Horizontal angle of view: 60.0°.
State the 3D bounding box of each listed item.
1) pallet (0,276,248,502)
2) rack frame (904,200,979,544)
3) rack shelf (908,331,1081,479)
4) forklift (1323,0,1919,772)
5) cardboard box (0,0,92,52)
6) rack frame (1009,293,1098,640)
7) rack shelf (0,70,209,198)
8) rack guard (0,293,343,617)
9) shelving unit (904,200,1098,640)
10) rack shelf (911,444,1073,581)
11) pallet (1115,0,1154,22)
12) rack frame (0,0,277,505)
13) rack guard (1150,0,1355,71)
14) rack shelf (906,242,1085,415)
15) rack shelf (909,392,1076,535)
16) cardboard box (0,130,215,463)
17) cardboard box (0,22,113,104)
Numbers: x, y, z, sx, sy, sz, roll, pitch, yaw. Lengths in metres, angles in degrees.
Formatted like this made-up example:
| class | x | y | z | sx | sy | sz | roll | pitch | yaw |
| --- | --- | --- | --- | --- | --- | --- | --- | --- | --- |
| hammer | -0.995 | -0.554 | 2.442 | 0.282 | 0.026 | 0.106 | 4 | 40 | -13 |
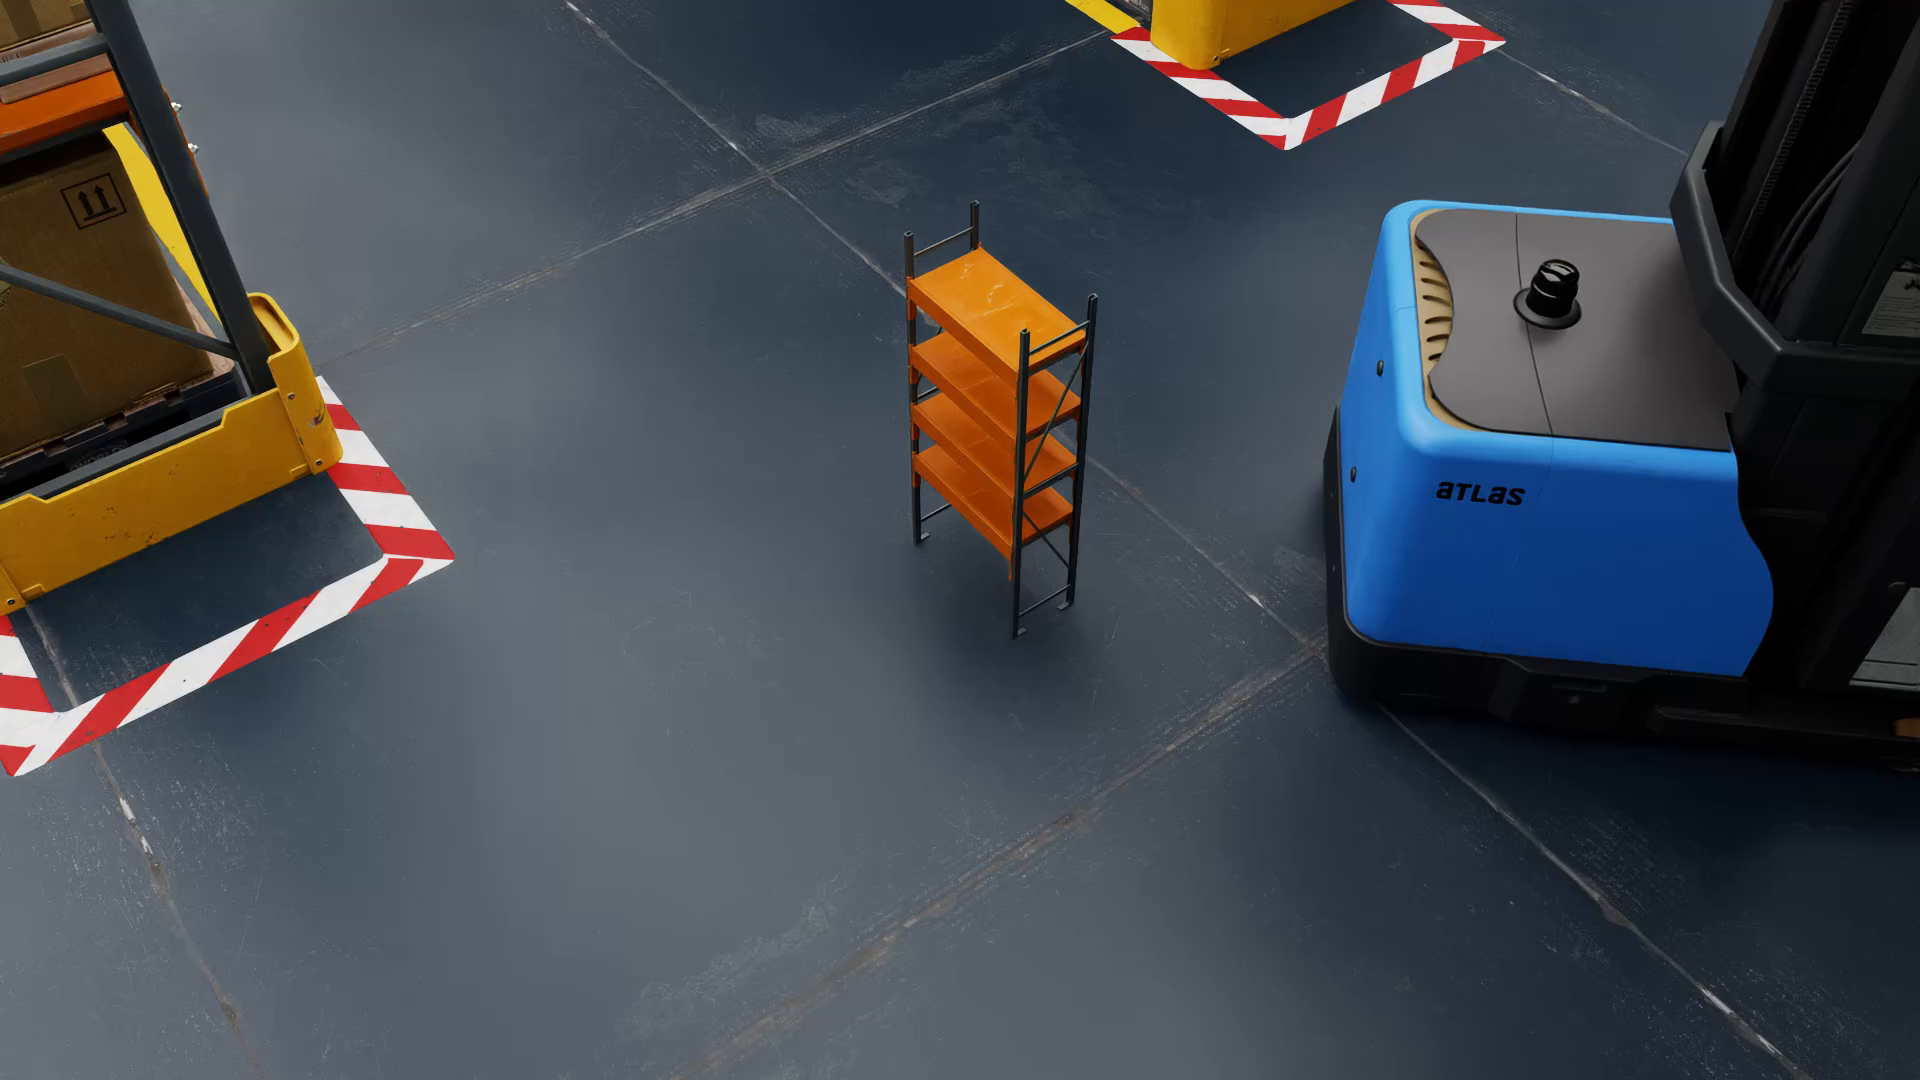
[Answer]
| class | x | y | z | sx | sy | sz | roll | pitch | yaw |
| --- | --- | --- | --- | --- | --- | --- | --- | --- | --- |
| pallet | -3.146 | -0.629 | 5.677 | 1.003 | 0.211 | 1.213 | -29 | 54 | -24 |
| rack frame | -0.048 | -0.449 | 4.847 | 0.240 | 1.200 | 0.015 | -29 | 54 | -24 |
| rack shelf | 0.100 | -0.410 | 4.601 | 0.258 | 0.148 | 0.480 | -29 | 54 | -24 |
| forklift | 2.626 | -0.738 | 3.941 | 3.031 | 2.935 | 1.130 | 5 | 48 | 5 |
| cardboard box | -2.675 | -1.583 | 4.560 | 0.500 | 0.250 | 0.500 | -31 | 55 | -25 |
| rack frame | 0.248 | -0.162 | 4.587 | 0.240 | 1.200 | 0.015 | -29 | 54 | -24 |
| rack shelf | -3.811 | -2.067 | 5.584 | 1.077 | 0.370 | 4.000 | -29 | 54 | -24 |
| rack guard | -2.585 | -0.275 | 5.162 | 1.175 | 0.500 | 0.348 | -29 | 54 | -24 |
| shelving unit | 0.100 | -0.305 | 4.717 | 0.258 | 1.200 | 0.503 | -29 | 54 | -24 |
| rack shelf | 0.100 | -0.127 | 4.914 | 0.258 | 0.148 | 0.480 | -29 | 54 | -24 |
| pallet | 0.874 | -2.918 | 7.753 | 1.003 | 0.211 | 1.213 | -29 | 54 | -24 |
| rack frame | -2.600 | -1.129 | 4.249 | 1.000 | 3.000 | 0.127 | -29 | 54 | -24 |
| rack guard | 1.367 | -2.503 | 7.181 | 1.175 | 0.500 | 0.348 | -29 | 54 | -24 |
| rack shelf | 0.100 | -0.569 | 4.426 | 0.258 | 0.148 | 0.480 | -29 | 54 | -24 |
| rack shelf | 0.100 | -0.260 | 4.767 | 0.258 | 0.148 | 0.480 | -29 | 54 | -24 |
| cardboard box | -3.051 | -0.898 | 5.190 | 0.875 | 0.875 | 0.875 | -29 | 54 | -24 |
| cardboard box | -2.552 | -1.402 | 4.666 | 0.380 | 0.149 | 0.250 | -29 | 54 | -24 |
